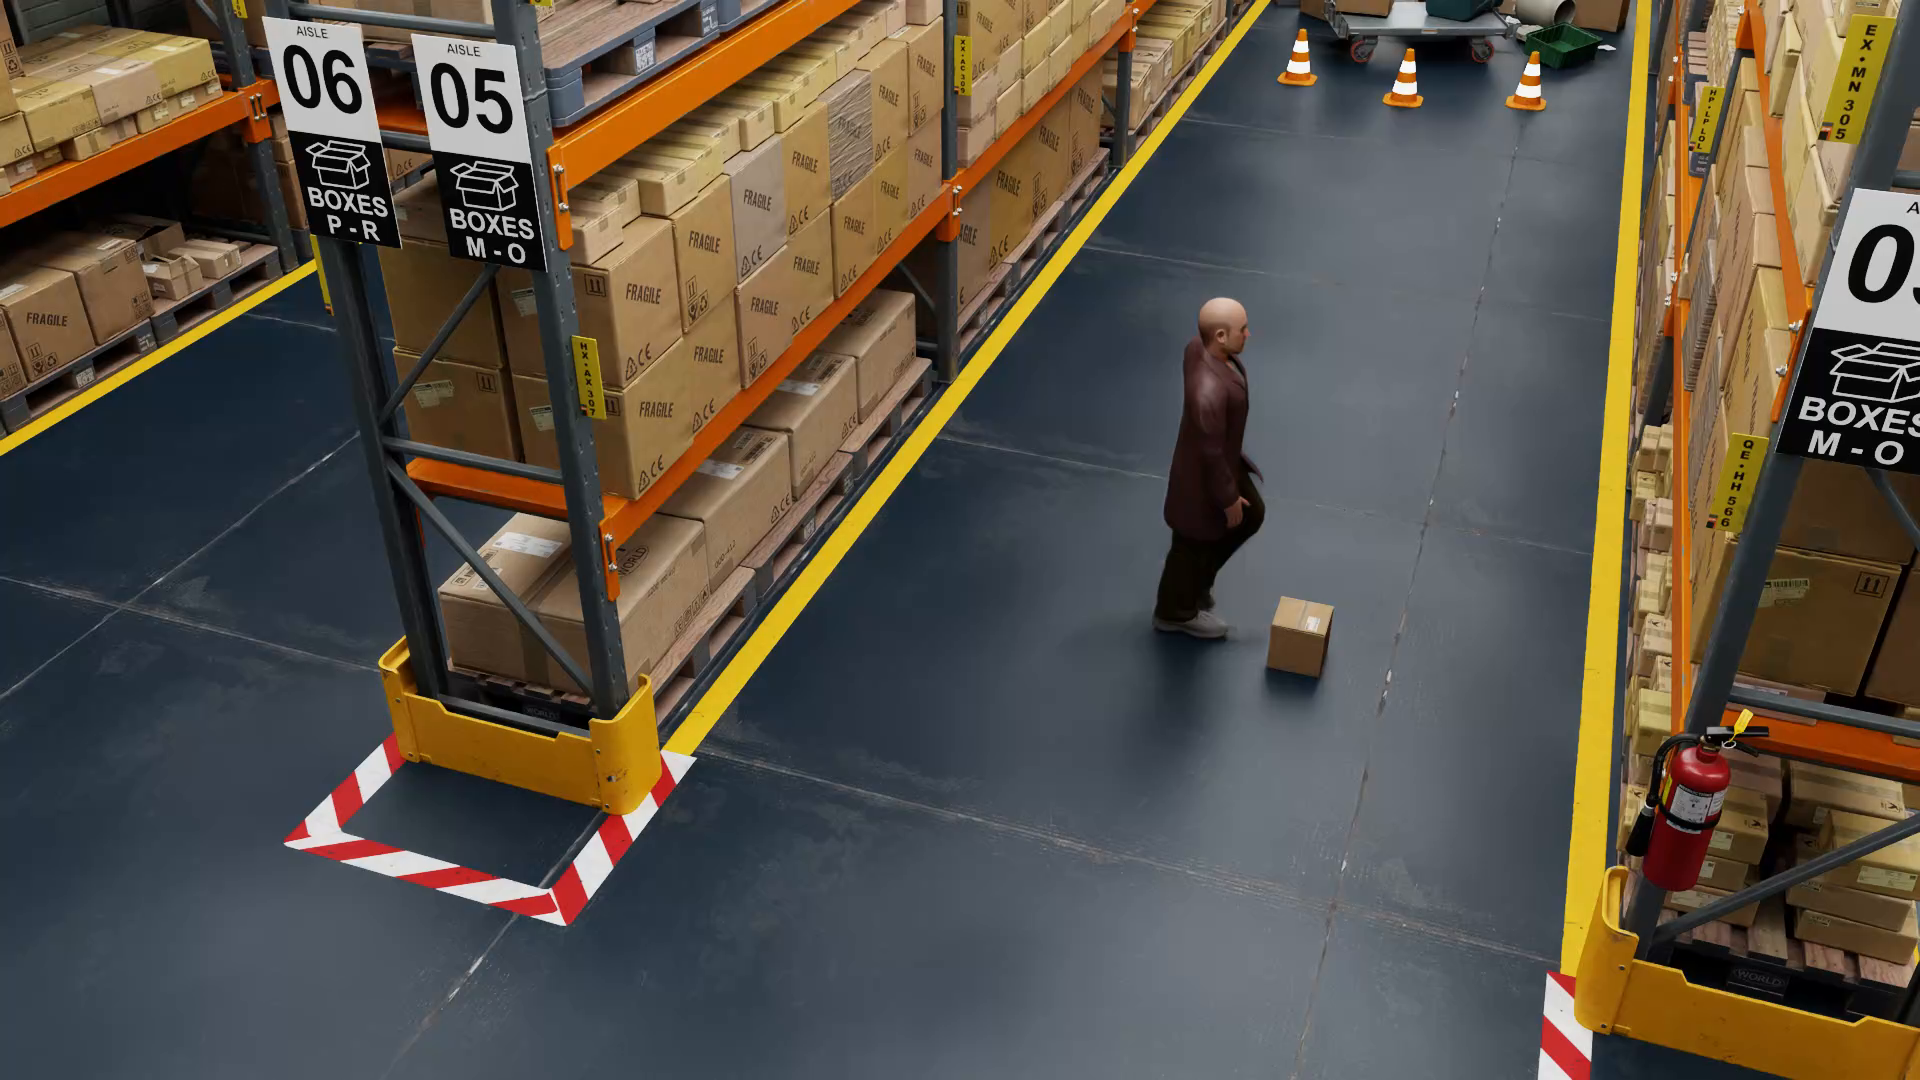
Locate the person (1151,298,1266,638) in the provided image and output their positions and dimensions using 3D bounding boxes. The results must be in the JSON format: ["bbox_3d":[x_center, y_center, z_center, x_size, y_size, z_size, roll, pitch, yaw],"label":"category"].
[{"bbox_3d":[1.164,-0.286,7.570,0.486,1.786,0.639,6,33,9],"label":"person"}]
